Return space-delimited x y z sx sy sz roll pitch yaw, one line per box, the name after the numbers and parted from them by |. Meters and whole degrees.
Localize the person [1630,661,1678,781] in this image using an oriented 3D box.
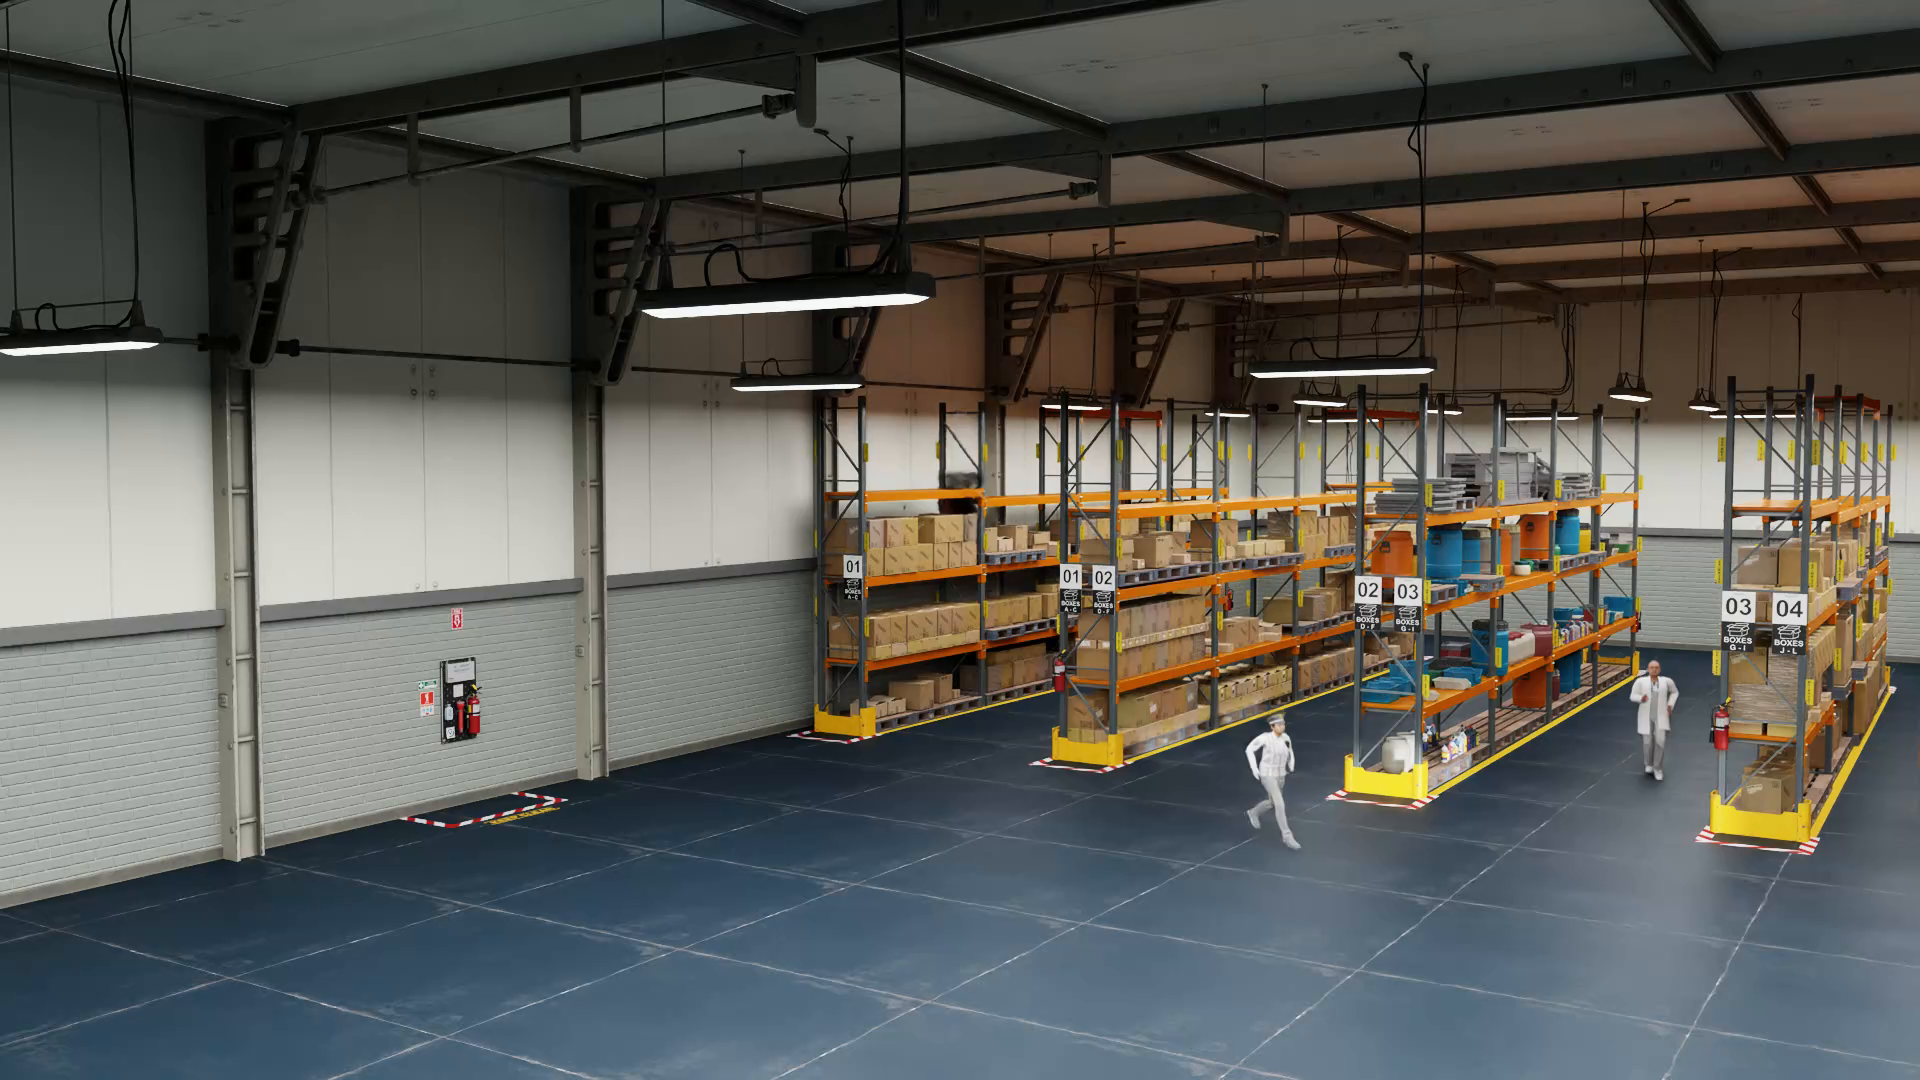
10.675 2.774 25.589 0.685 1.826 0.777 1 3 24 | person

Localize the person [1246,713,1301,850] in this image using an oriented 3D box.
4.005 3.042 21.343 0.636 1.693 0.977 -2 3 -29 | person
